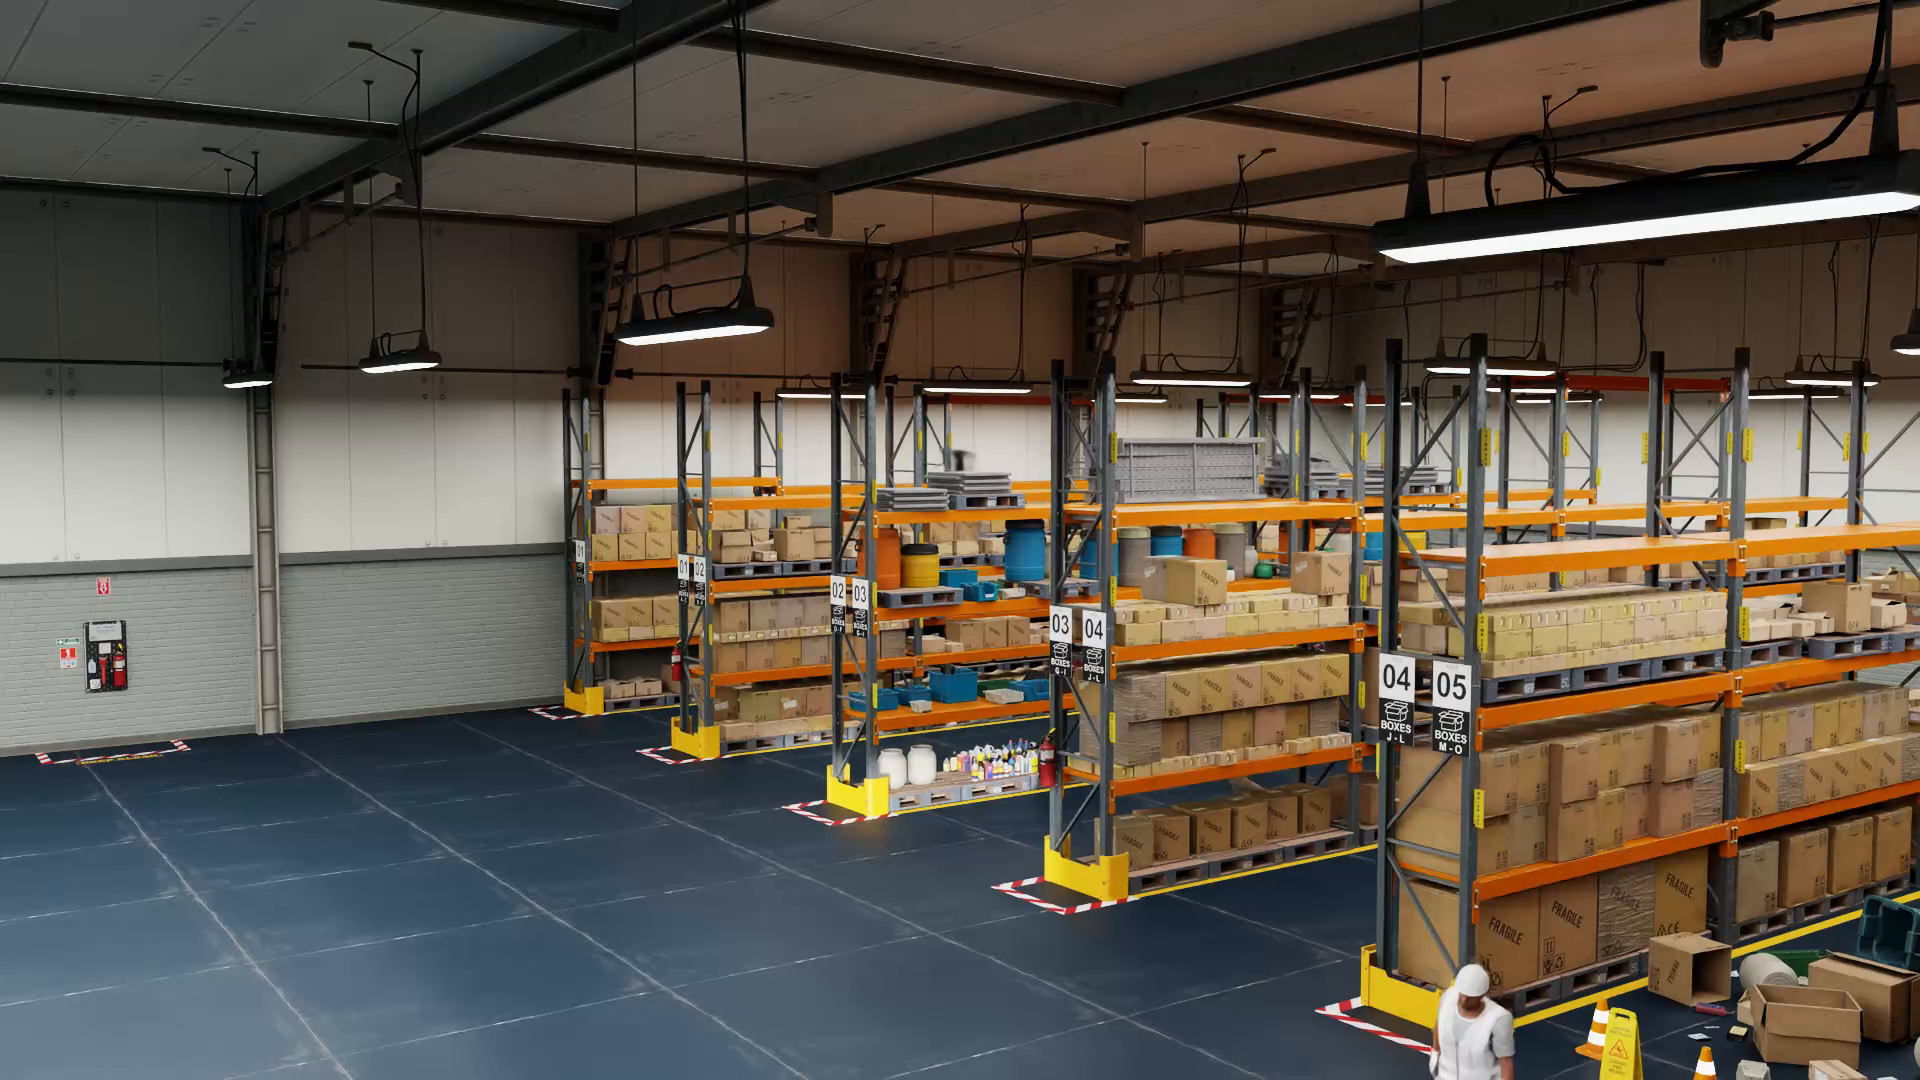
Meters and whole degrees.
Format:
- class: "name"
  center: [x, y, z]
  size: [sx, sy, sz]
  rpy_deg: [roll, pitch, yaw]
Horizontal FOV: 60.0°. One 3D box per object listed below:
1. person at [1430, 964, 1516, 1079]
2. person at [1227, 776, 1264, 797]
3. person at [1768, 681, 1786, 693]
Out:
- class: "person"
  center: [3.390, 3.595, 11.069]
  size: [0.689, 1.687, 0.828]
  rpy_deg: [-3, 5, -43]
- class: "person"
  center: [3.853, 2.860, 22.484]
  size: [0.559, 1.695, 0.601]
  rpy_deg: [0, 4, -1]
- class: "person"
  center: [11.966, 2.781, 24.290]
  size: [0.854, 1.609, 0.539]
  rpy_deg: [-3, 5, -36]
